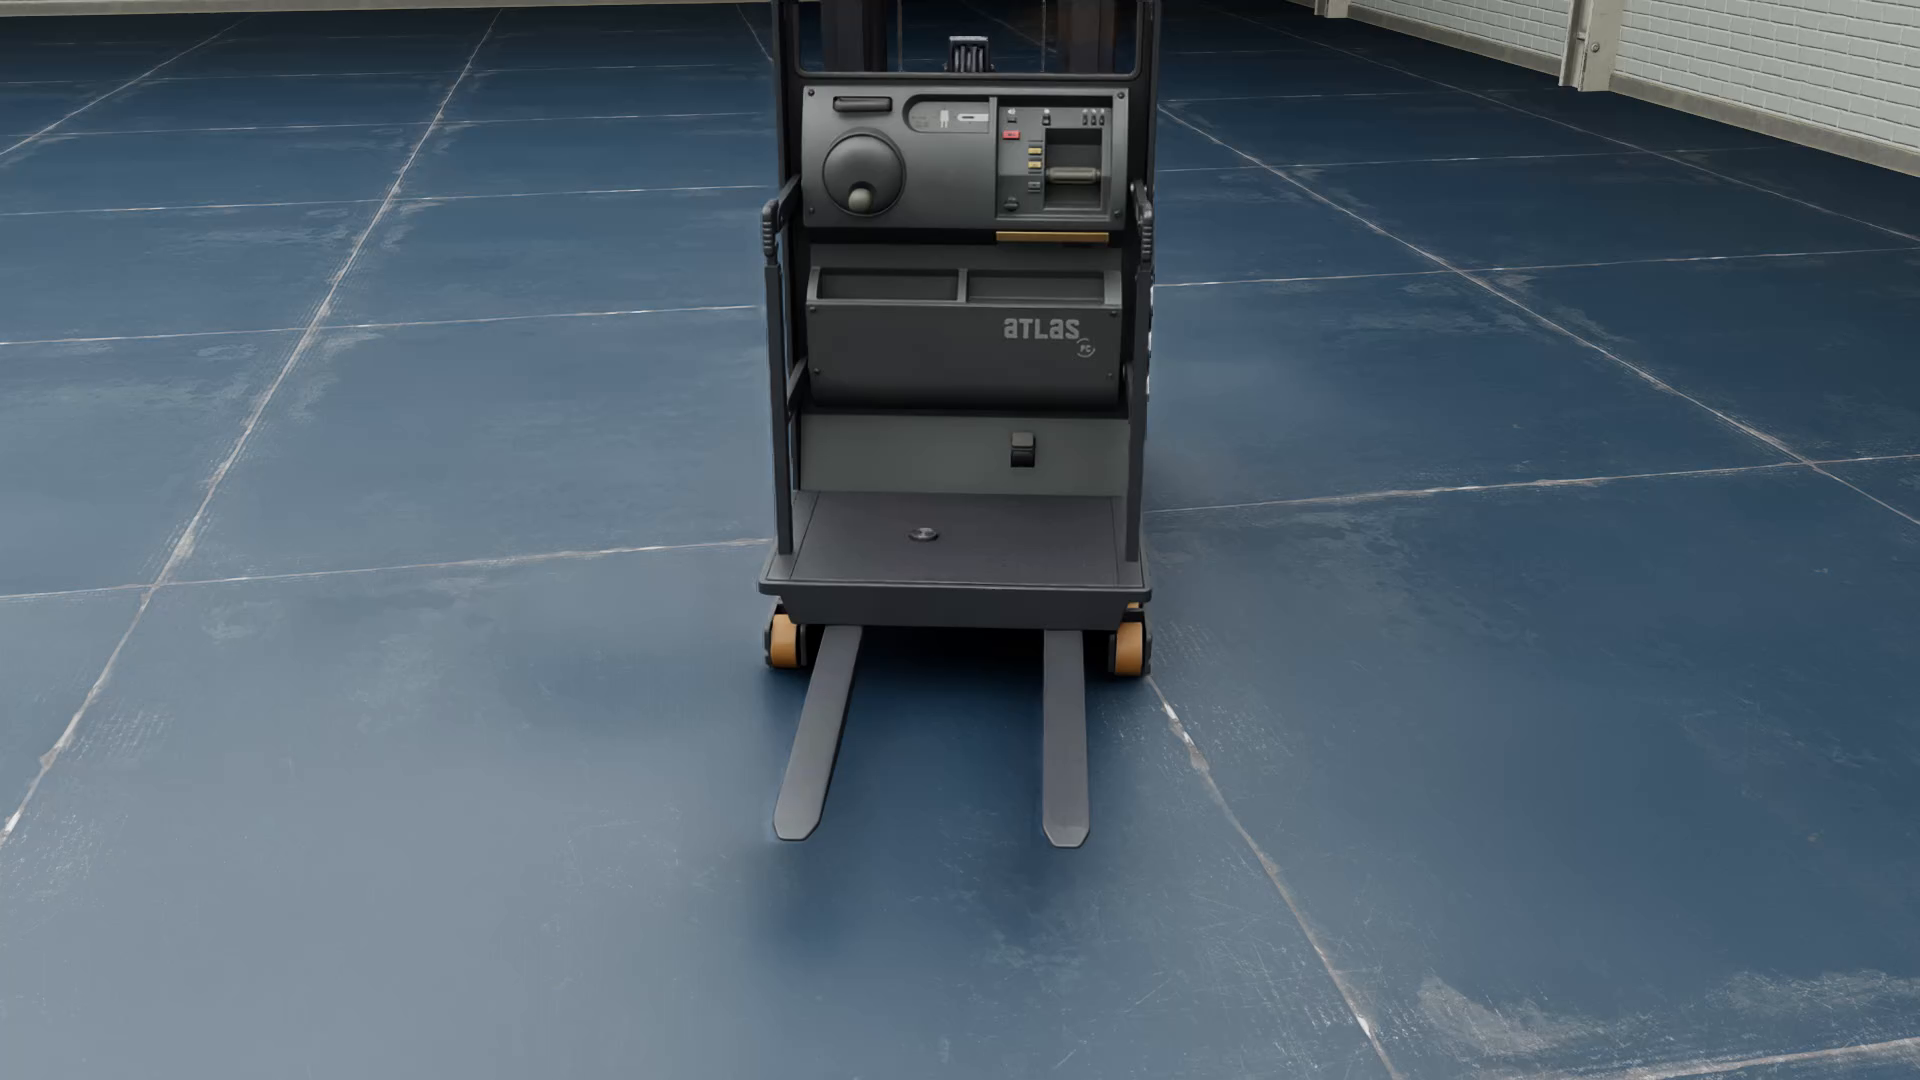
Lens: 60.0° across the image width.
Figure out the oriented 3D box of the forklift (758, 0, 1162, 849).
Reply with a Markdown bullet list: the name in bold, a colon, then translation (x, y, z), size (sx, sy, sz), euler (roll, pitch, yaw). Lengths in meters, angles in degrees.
- **forklift**: translation (0.006, -1.077, 4.554), size (1.130, 2.935, 3.031), euler (1, 24, 3)

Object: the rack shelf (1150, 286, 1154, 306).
- **rack shelf**: translation (0.598, -0.917, 6.359), size (0.258, 0.077, 0.200), euler (6, 24, 14)

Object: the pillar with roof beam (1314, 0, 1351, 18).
- **pillar with roof beam**: translation (0.387, -10.312, 18.118), size (9.100, 9.000, 0.400), euler (-4, 24, -10)

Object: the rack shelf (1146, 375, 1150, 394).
- **rack shelf**: translation (0.598, -0.587, 6.503), size (0.258, 0.077, 0.200), euler (6, 24, 14)

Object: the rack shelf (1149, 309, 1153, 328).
- **rack shelf**: translation (0.598, -0.835, 6.395), size (0.258, 0.077, 0.200), euler (6, 24, 14)

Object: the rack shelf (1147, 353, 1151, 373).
- **rack shelf**: translation (0.598, -0.670, 6.467), size (0.258, 0.077, 0.200), euler (6, 24, 14)

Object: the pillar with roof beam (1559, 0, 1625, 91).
- **pillar with roof beam**: translation (1.496, -7.952, 12.714), size (9.100, 9.000, 0.400), euler (-4, 24, -10)

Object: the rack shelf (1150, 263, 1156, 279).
- **rack shelf**: translation (0.598, -1.000, 6.323), size (0.258, 0.077, 0.200), euler (6, 24, 14)

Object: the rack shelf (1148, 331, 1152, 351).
- **rack shelf**: translation (0.598, -0.752, 6.431), size (0.258, 0.077, 0.200), euler (6, 24, 14)

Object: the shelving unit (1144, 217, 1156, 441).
- **shelving unit**: translation (0.598, -0.783, 6.418), size (0.258, 0.900, 0.210), euler (6, 24, 14)

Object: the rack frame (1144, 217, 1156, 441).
- **rack frame**: translation (0.625, -0.822, 6.507), size (0.240, 0.900, 0.006), euler (6, 24, 14)
